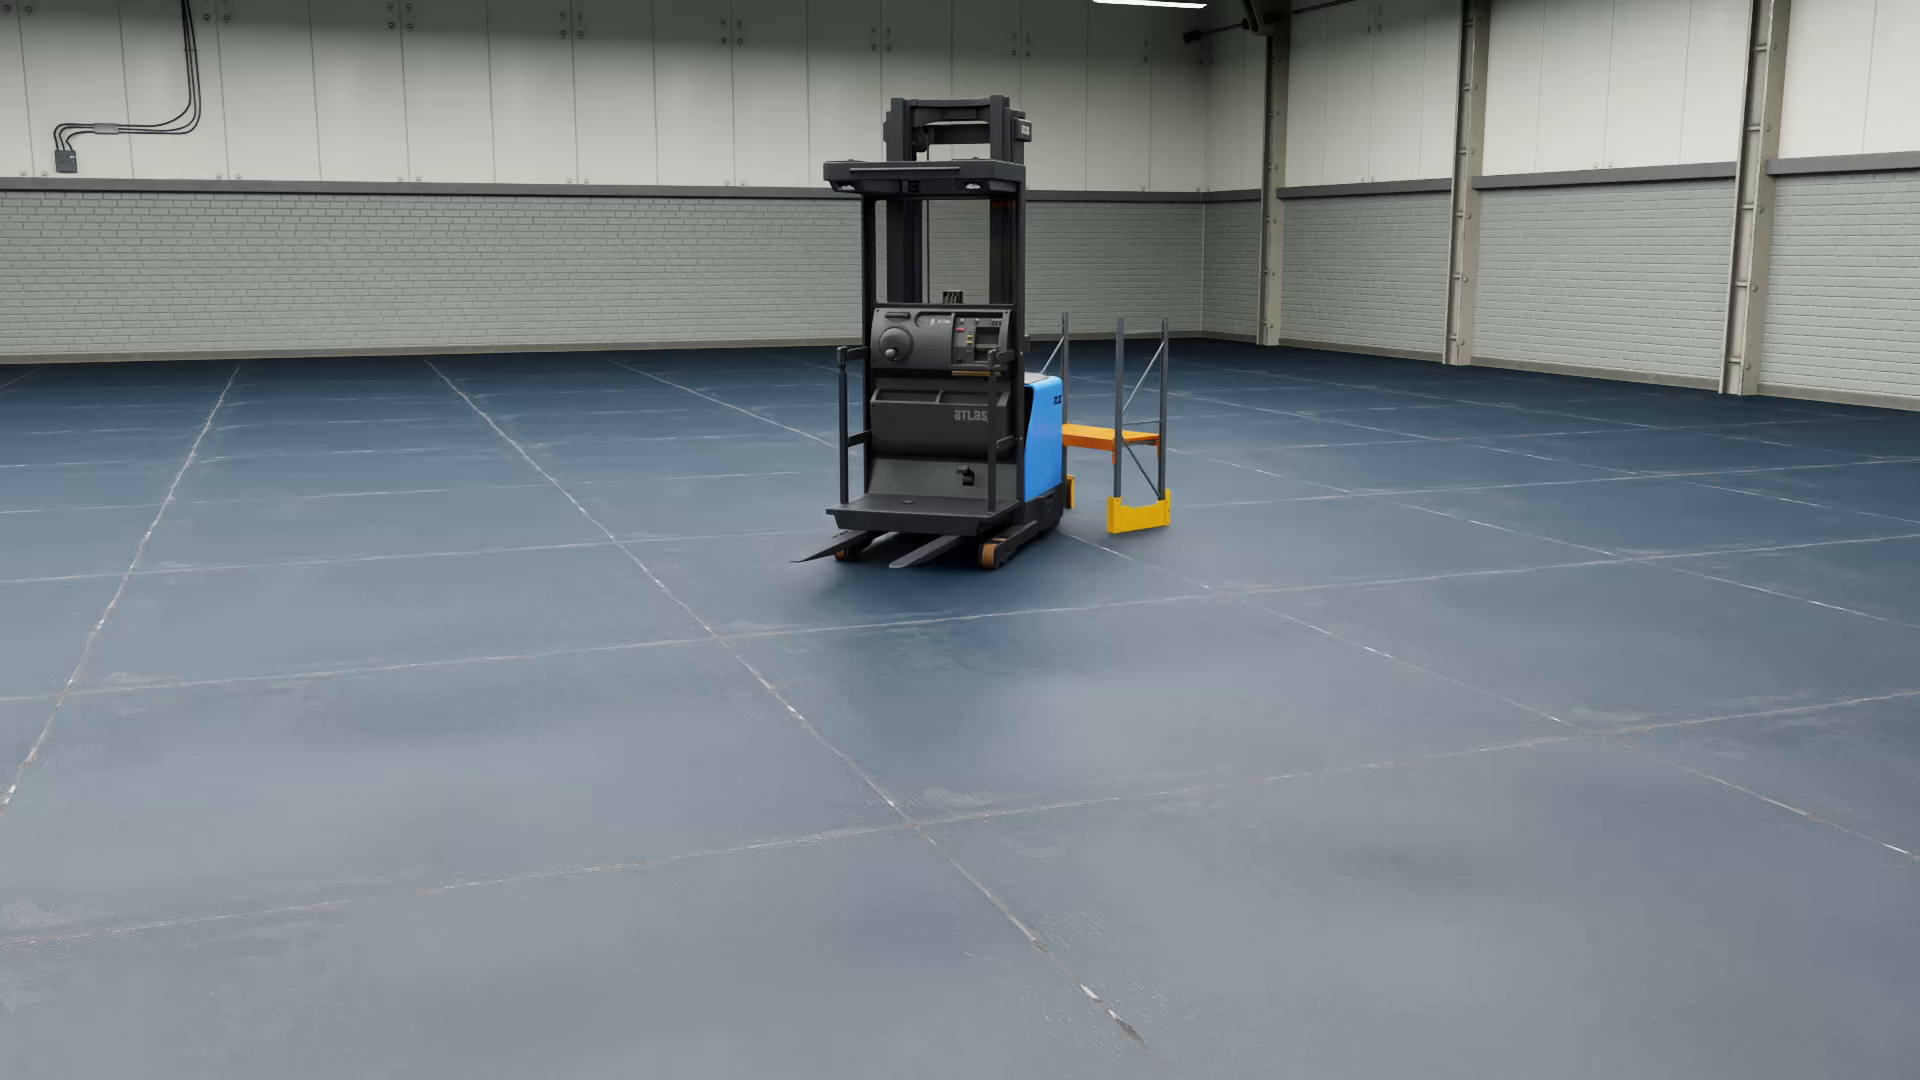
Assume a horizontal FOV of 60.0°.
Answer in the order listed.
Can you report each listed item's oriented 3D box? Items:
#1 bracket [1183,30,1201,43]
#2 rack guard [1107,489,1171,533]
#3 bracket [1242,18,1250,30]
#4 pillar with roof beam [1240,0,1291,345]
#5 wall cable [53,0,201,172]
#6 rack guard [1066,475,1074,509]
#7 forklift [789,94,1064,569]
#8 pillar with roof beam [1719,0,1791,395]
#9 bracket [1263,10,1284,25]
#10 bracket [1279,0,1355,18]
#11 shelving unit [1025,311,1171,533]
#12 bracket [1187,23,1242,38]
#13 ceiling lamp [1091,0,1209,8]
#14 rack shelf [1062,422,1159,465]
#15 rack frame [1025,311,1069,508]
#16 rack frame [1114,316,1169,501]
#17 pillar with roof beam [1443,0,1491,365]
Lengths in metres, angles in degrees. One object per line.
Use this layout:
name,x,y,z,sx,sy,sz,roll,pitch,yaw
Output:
bracket,4.889,-10.582,34.936,0.235,0.232,0.430,-4,11,-21
rack guard,1.280,-0.209,11.879,0.587,0.250,0.087,-8,13,-40
bracket,5.748,-10.195,32.761,0.235,0.232,0.430,-4,11,-21
pillar with roof beam,2.216,-8.104,31.286,9.100,9.000,0.548,-4,11,-21
wall cable,-14.111,-9.218,27.834,2.305,6.003,0.169,-4,11,-21
rack guard,0.633,-0.342,12.625,0.587,0.250,0.087,-8,13,-40
forklift,-0.191,-1.339,10.579,1.130,2.935,3.031,3,11,18
pillar with roof beam,6.565,-6.146,20.275,9.100,9.000,0.400,-4,11,-21
bracket,6.048,-10.060,32.000,0.235,0.232,0.430,-4,11,-21
bracket,6.982,-9.639,29.635,0.076,0.066,4.783,-4,11,-21
shelving unit,0.957,-0.891,12.143,0.587,1.500,1.083,-8,13,-40
bracket,5.103,-10.485,34.394,0.076,0.066,3.189,-4,11,-21
ceiling lamp,3.006,-10.306,26.996,2.000,3.185,0.800,-4,11,-21
rack shelf,0.951,-0.715,12.181,0.538,0.185,1.000,-8,13,-40
rack frame,0.621,-0.959,12.531,0.500,1.500,0.032,-8,13,-40
rack frame,1.281,-0.824,11.769,0.500,1.500,0.032,-8,13,-40
pillar with roof beam,4.391,-7.125,25.781,9.100,9.000,0.400,-4,11,-21
